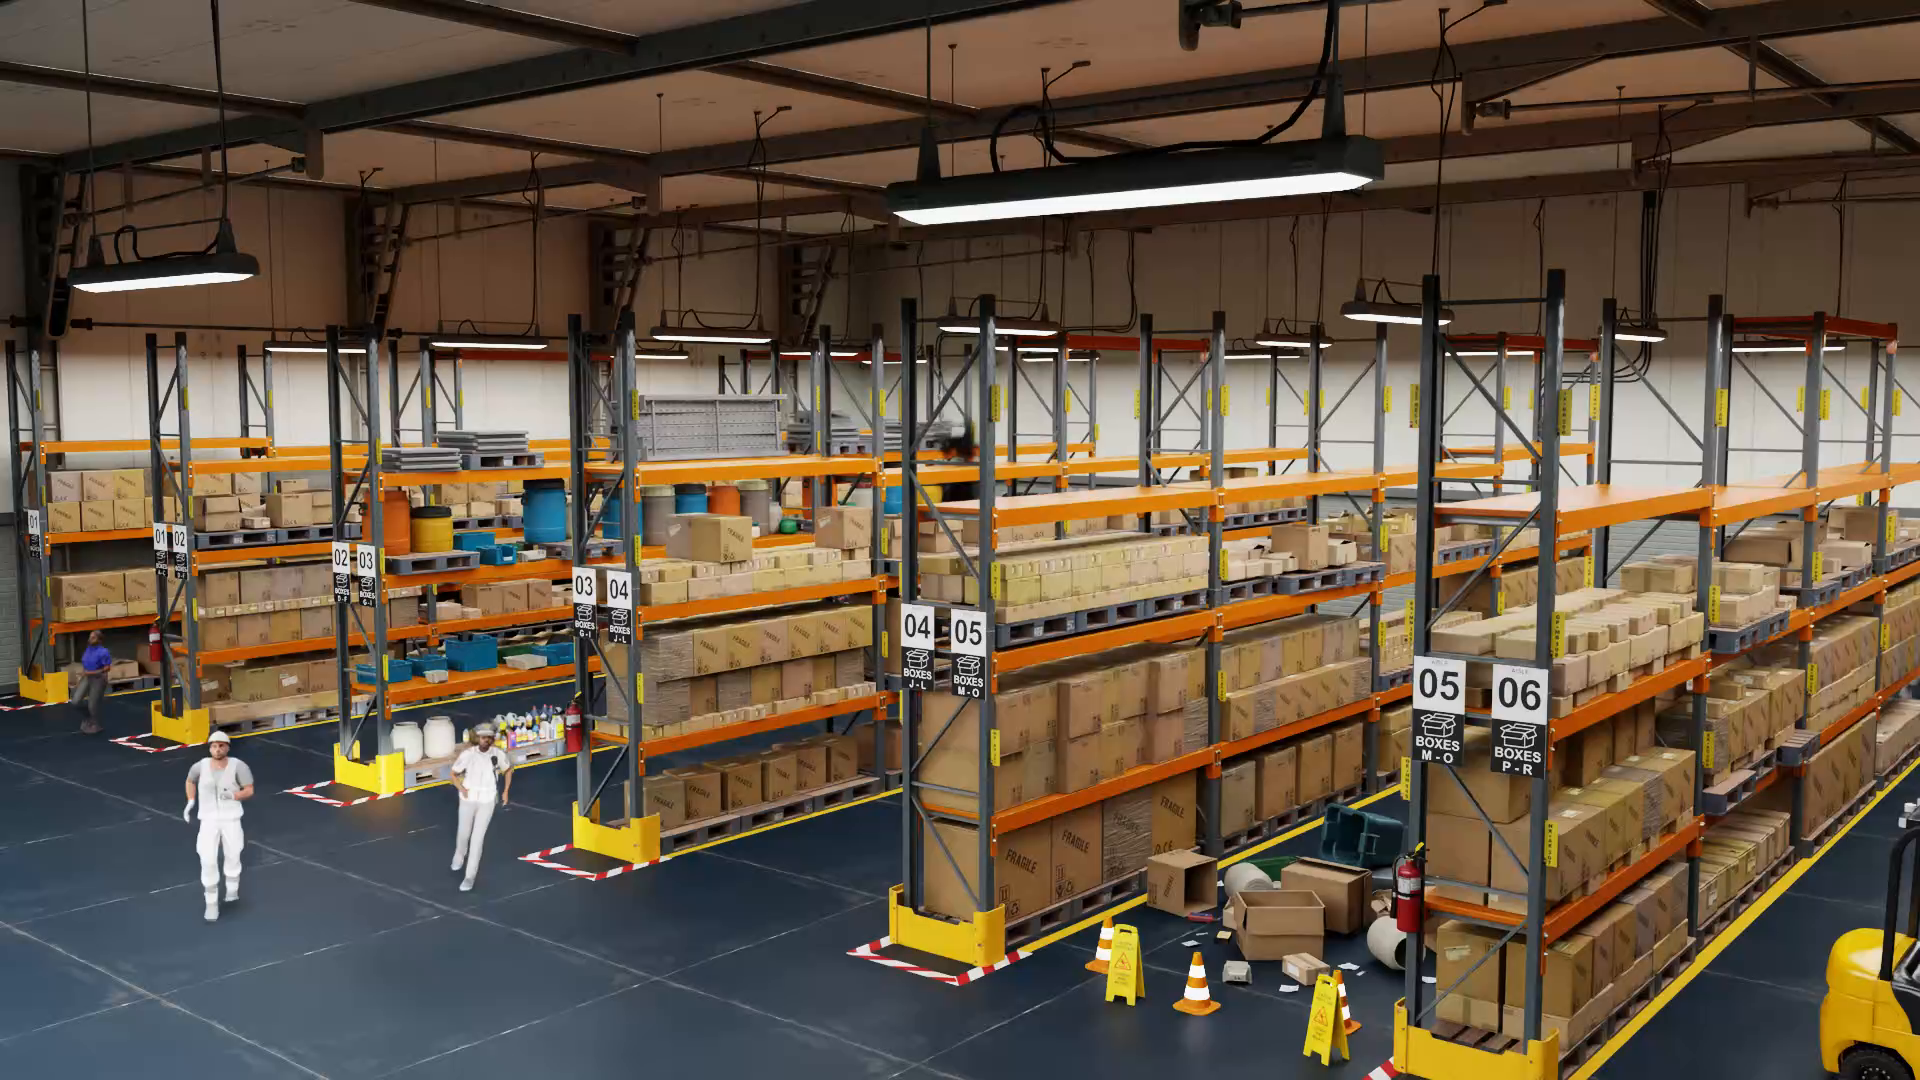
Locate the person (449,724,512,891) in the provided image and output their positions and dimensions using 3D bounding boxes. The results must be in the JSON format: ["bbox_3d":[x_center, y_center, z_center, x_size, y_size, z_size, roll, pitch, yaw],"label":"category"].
[{"bbox_3d":[-5.060,2.751,17.516,0.661,1.665,0.924,-1,5,-12],"label":"person"}]

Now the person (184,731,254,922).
[{"bbox_3d":[-7.306,2.797,16.416,0.647,1.838,0.767,-2,6,-21],"label":"person"}]

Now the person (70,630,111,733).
[{"bbox_3d":[-13.013,2.175,24.978,0.614,1.495,0.573,1,5,15],"label":"person"}]

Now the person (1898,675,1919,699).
[{"bbox_3d":[14.755,1.978,25.712,0.757,1.768,0.942,-1,5,-9],"label":"person"}]
